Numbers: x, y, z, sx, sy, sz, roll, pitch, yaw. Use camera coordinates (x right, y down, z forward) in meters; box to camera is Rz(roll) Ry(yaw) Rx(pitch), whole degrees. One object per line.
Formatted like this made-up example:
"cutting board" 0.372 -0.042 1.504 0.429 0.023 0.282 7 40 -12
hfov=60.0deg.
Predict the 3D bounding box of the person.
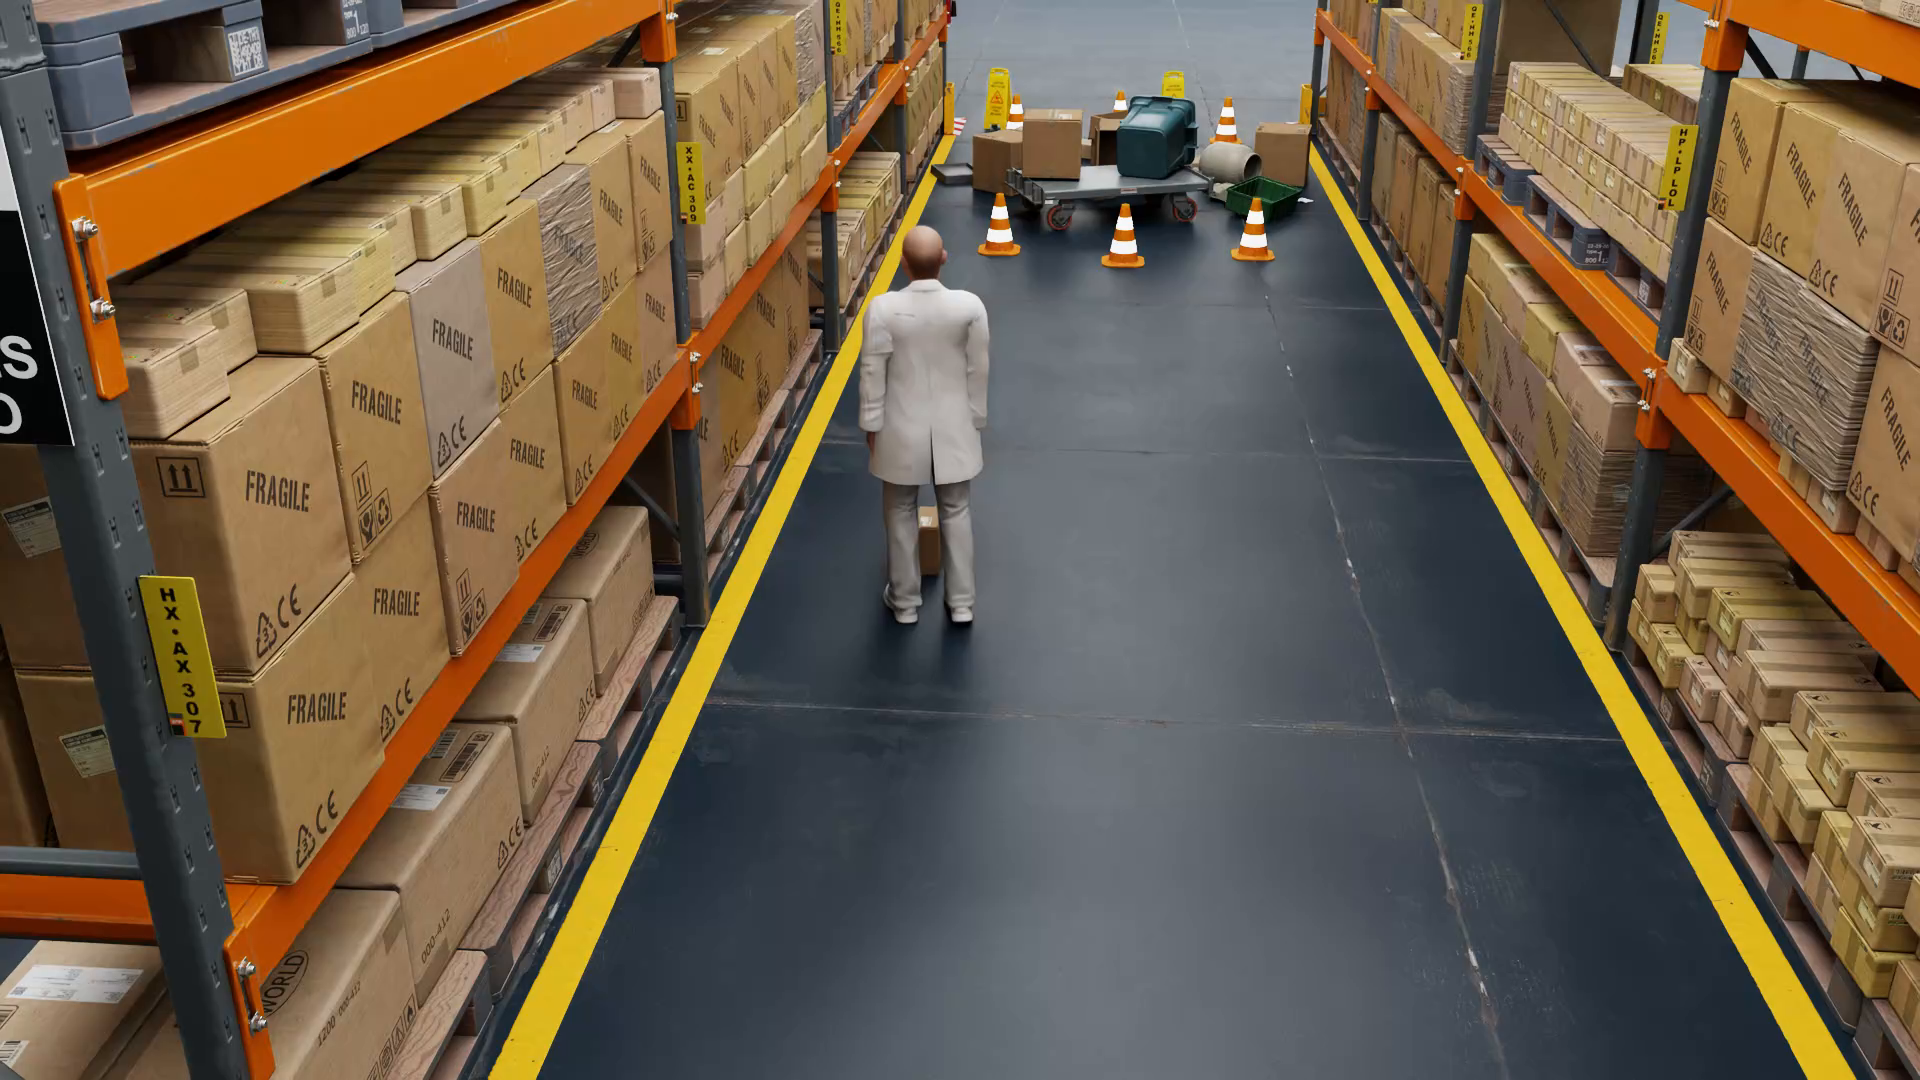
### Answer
"person" -0.161 -0.484 7.231 0.562 1.786 0.410 -3 24 -7
